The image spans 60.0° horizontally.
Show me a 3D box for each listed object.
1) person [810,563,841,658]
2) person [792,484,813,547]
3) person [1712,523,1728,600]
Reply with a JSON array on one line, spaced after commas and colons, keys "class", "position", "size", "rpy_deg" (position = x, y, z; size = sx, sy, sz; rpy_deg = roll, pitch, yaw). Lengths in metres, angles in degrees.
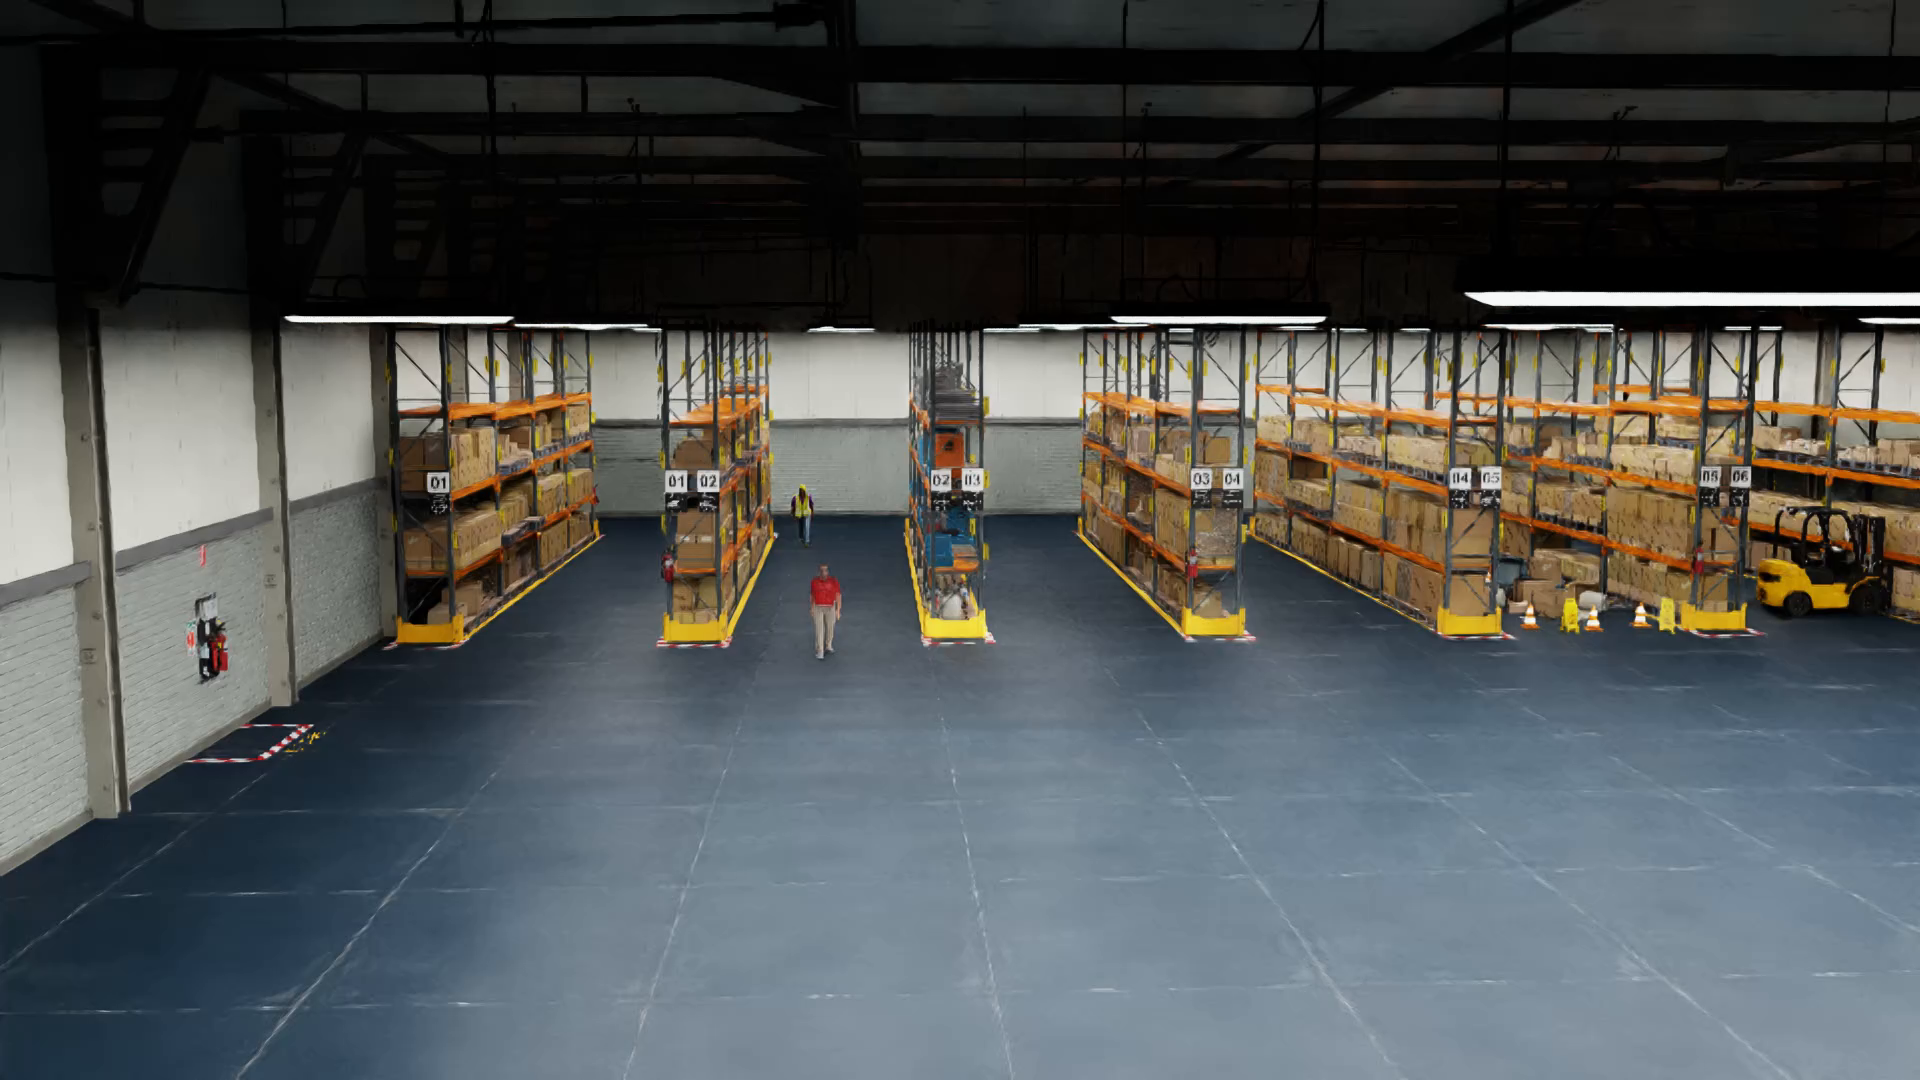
[{"class": "person", "position": [-2.393, 1.239, 29.619], "size": [0.554, 1.666, 1.040], "rpy_deg": [-1, 7, -4]}, {"class": "person", "position": [-4.270, -0.684, 45.015], "size": [0.577, 1.691, 1.121], "rpy_deg": [0, 7, -1]}, {"class": "person", "position": [16.334, 0.454, 35.921], "size": [0.532, 1.671, 0.536], "rpy_deg": [3, 8, 23]}]
